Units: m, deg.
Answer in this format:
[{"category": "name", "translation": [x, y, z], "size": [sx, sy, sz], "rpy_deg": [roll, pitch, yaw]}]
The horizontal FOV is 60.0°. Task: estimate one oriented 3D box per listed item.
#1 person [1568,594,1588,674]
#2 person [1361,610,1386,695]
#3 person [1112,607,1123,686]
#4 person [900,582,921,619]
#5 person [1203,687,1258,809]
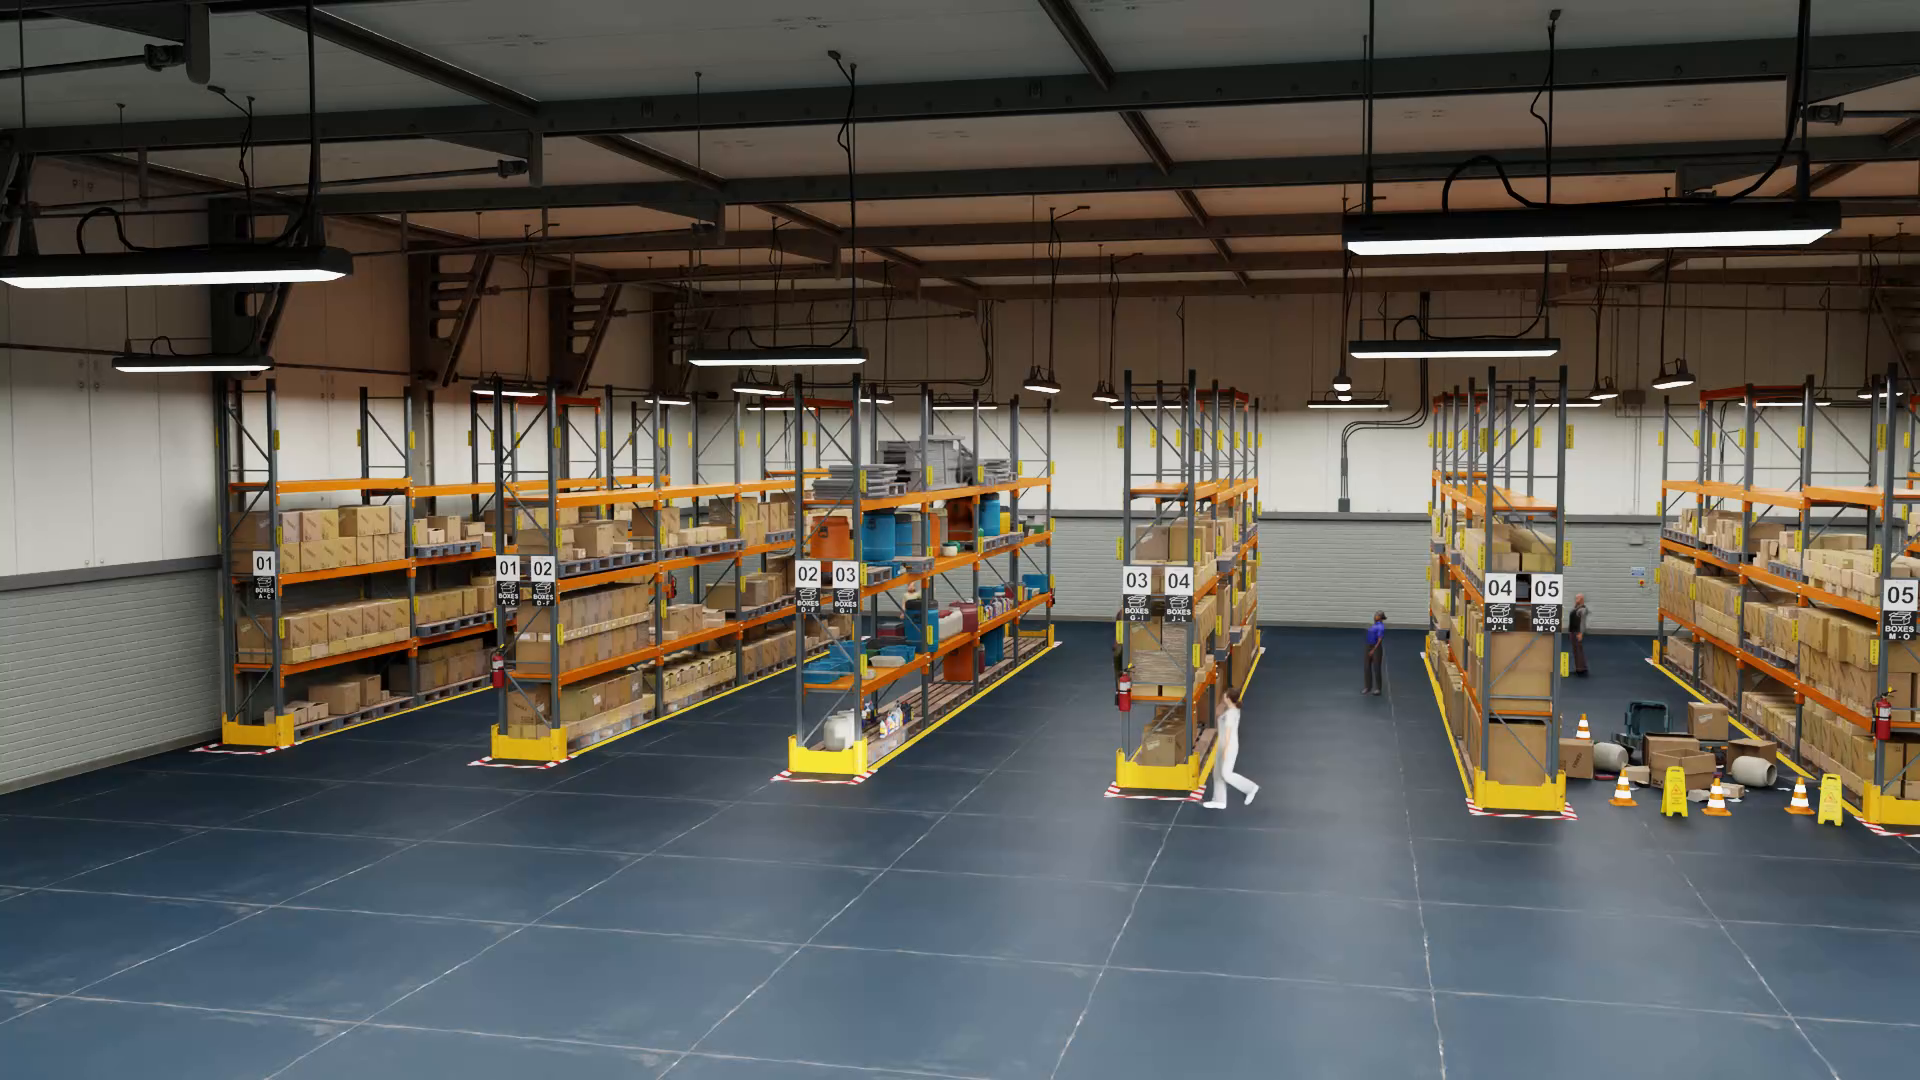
[{"category": "person", "translation": [13.249, 2.010, 35.638], "size": [0.415, 1.724, 0.567], "rpy_deg": [2, 4, 29]}, {"category": "person", "translation": [8.129, 2.227, 32.770], "size": [0.561, 1.683, 0.495], "rpy_deg": [-3, 4, -39]}, {"category": "person", "translation": [3.419, 2.122, 34.165], "size": [0.574, 1.805, 0.947], "rpy_deg": [1, 4, 17]}, {"category": "person", "translation": [-1.189, 1.803, 39.690], "size": [0.444, 1.624, 0.974], "rpy_deg": [1, 4, 18]}, {"category": "person", "translation": [3.672, 2.816, 22.501], "size": [0.691, 1.654, 0.438], "rpy_deg": [-1, 4, -13]}]
